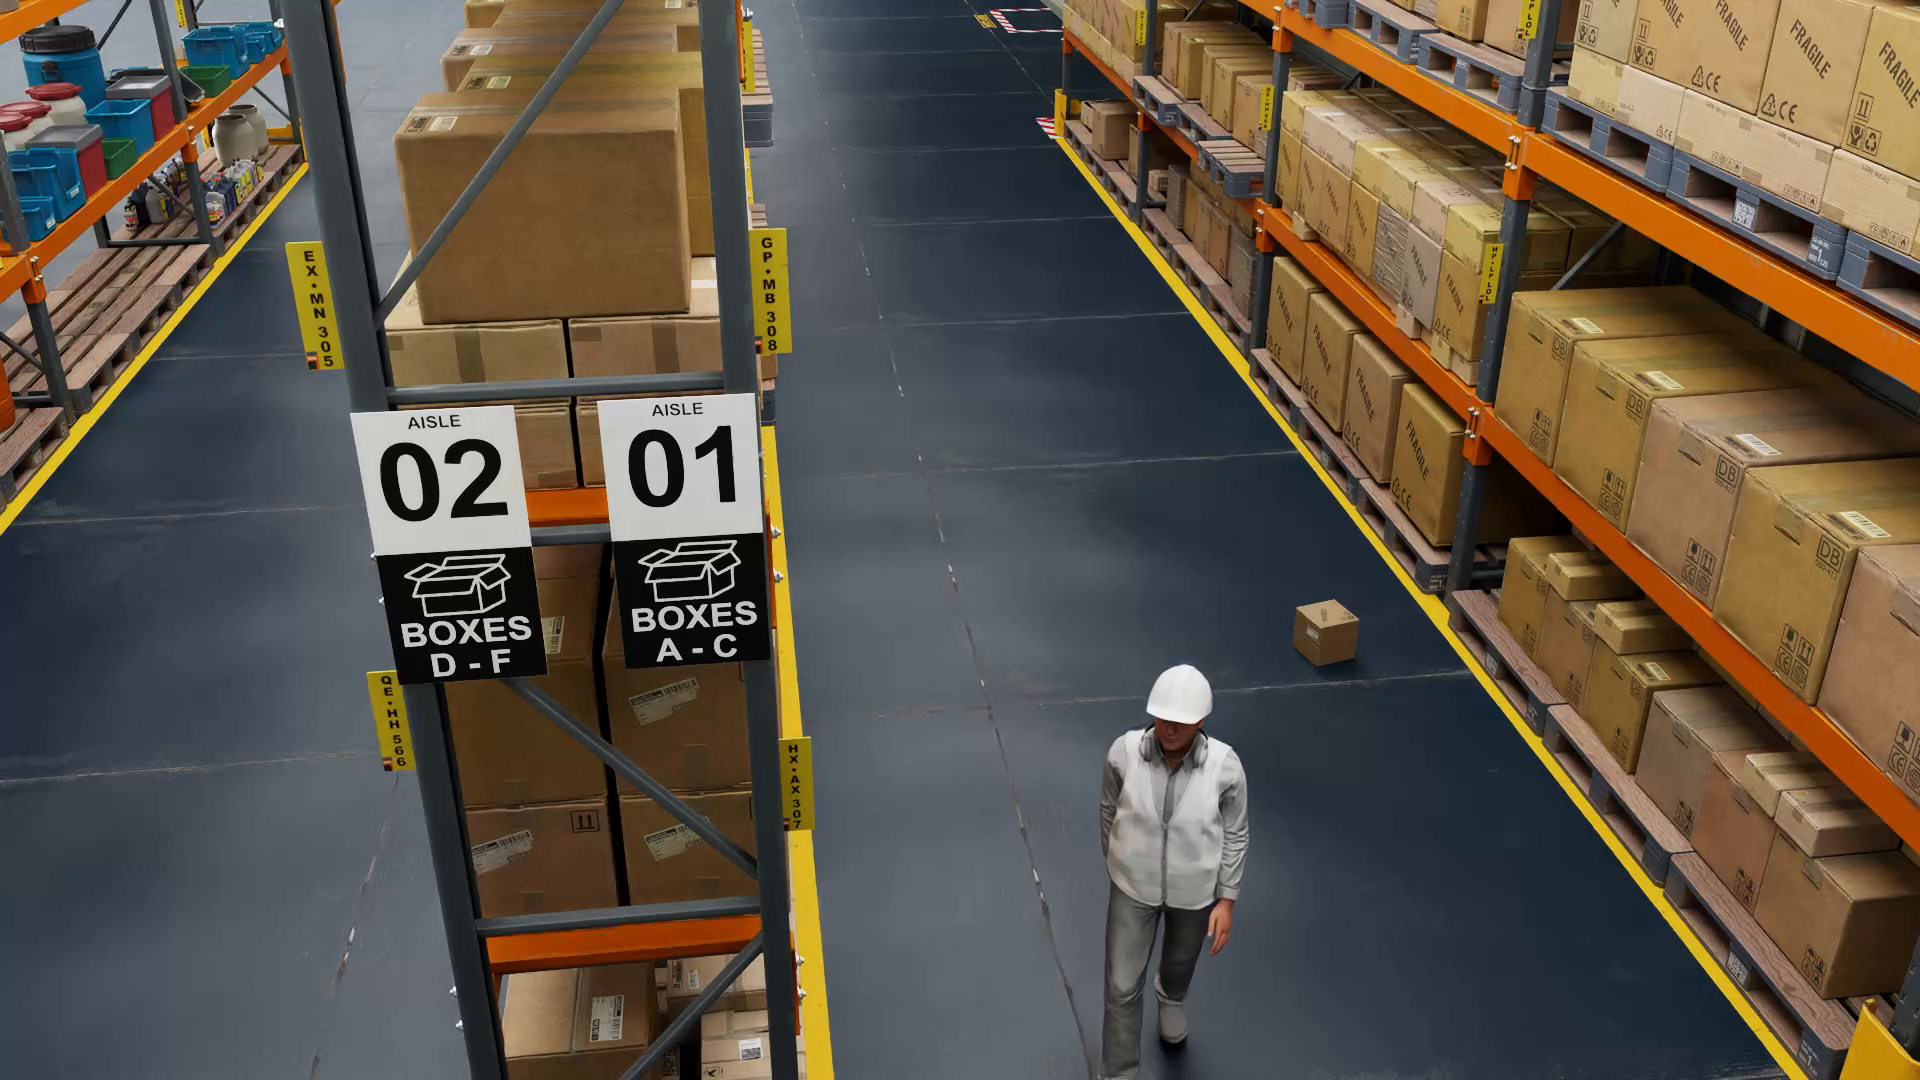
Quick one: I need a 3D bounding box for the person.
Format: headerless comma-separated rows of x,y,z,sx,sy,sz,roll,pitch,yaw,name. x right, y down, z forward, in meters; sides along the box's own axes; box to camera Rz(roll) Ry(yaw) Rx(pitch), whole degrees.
0.752,1.287,6.038,0.551,1.753,0.897,5,27,9,person
